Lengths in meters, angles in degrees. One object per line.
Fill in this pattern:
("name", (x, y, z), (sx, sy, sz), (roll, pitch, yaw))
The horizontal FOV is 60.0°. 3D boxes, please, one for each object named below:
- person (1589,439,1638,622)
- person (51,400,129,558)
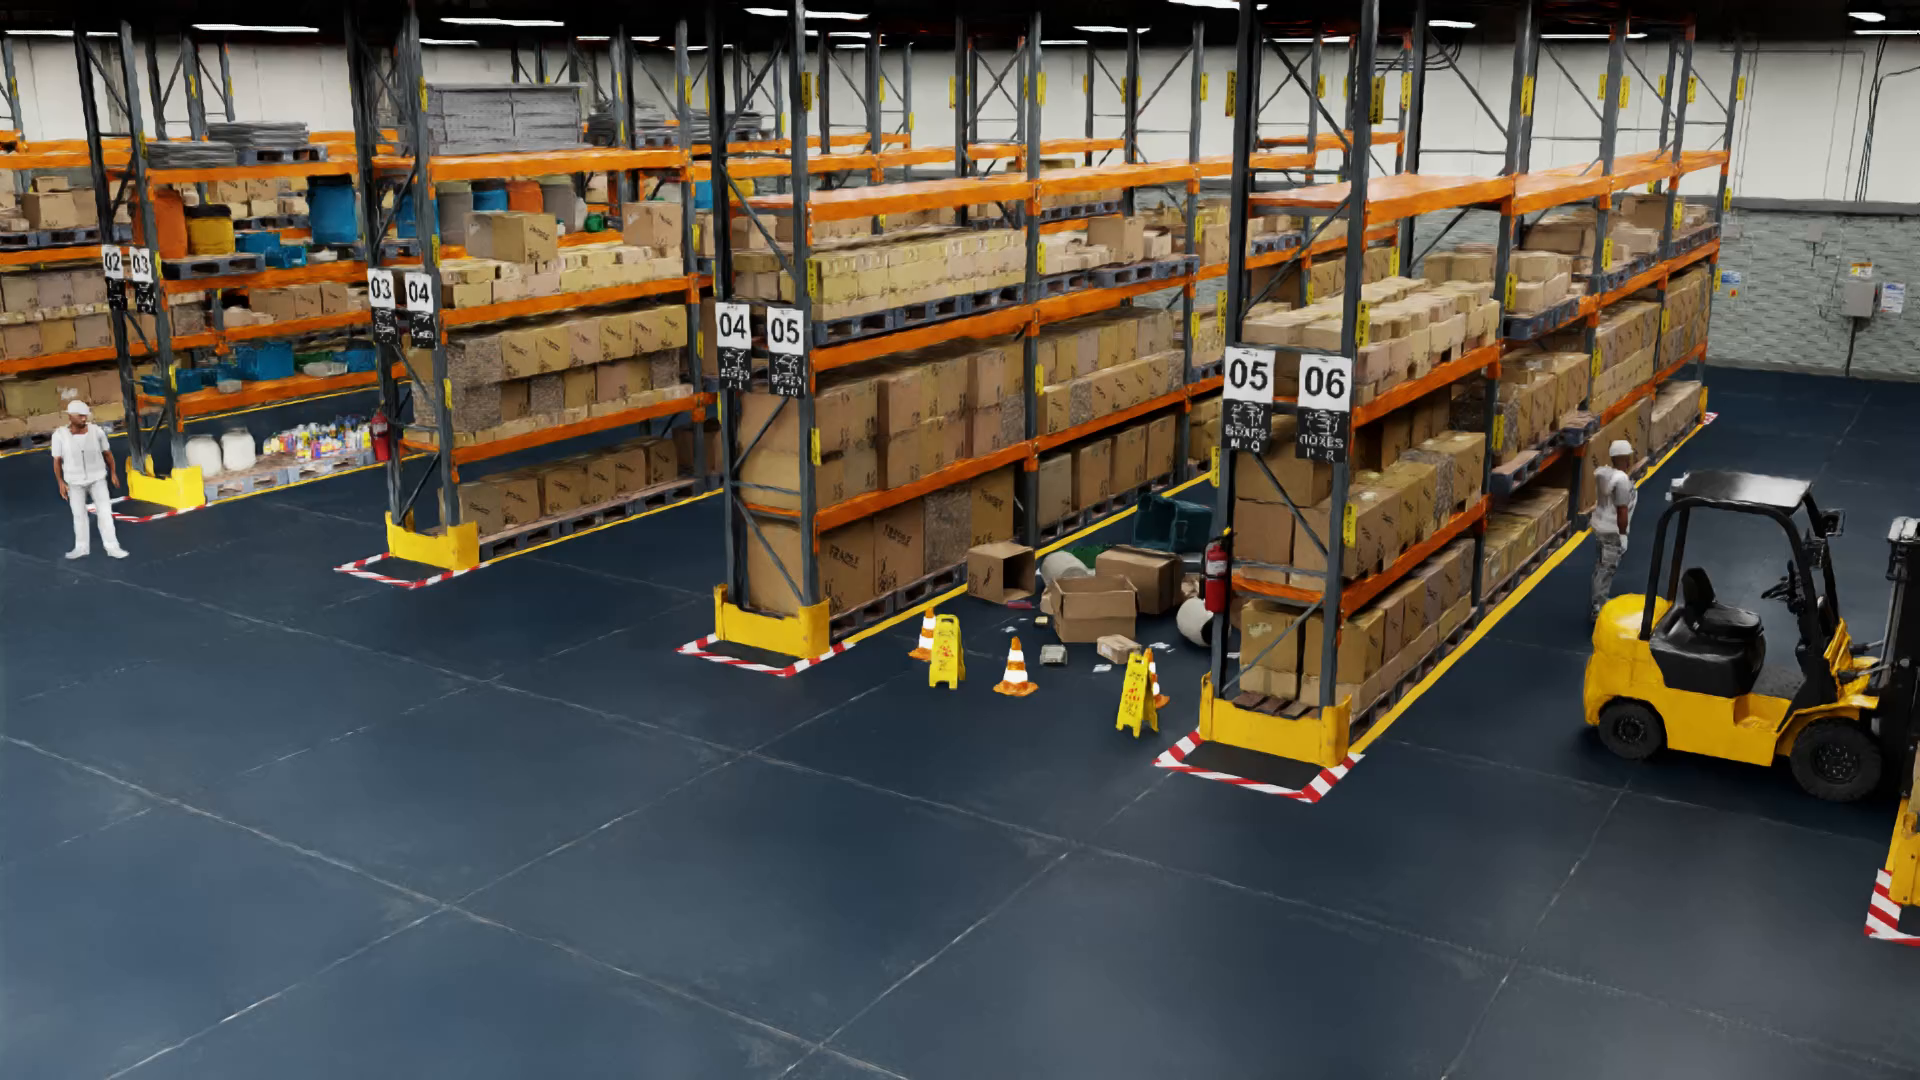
("person", (6.385, -0.099, 16.188), (0.456, 1.786, 0.620), (0, 16, 1))
("person", (-9.608, -0.664, 18.289), (0.649, 1.771, 0.464), (-9, 18, -30))
